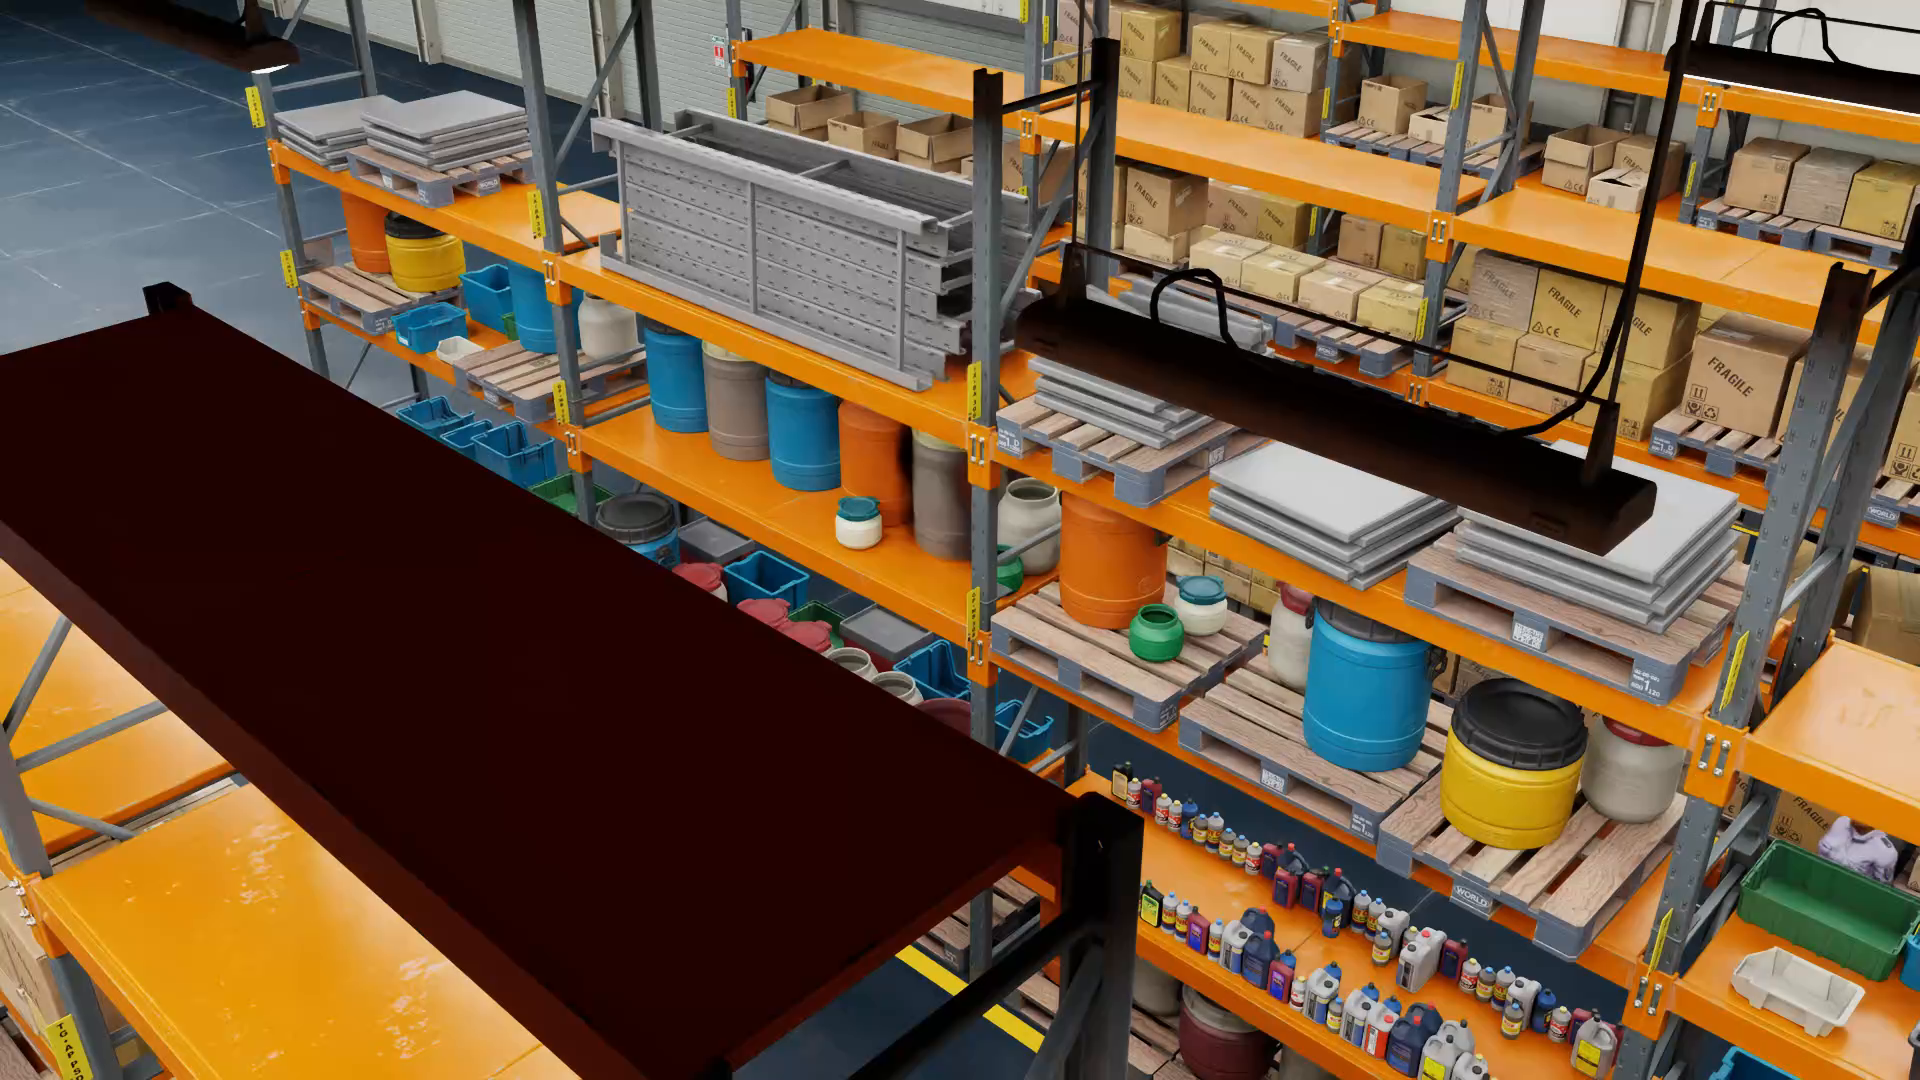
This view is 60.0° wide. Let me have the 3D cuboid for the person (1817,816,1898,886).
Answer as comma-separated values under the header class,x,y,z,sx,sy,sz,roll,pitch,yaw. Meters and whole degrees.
class,x,y,z,sx,sy,sz,roll,pitch,yaw
person,5.542,2.297,10.512,0.444,1.669,0.530,-14,32,-23
